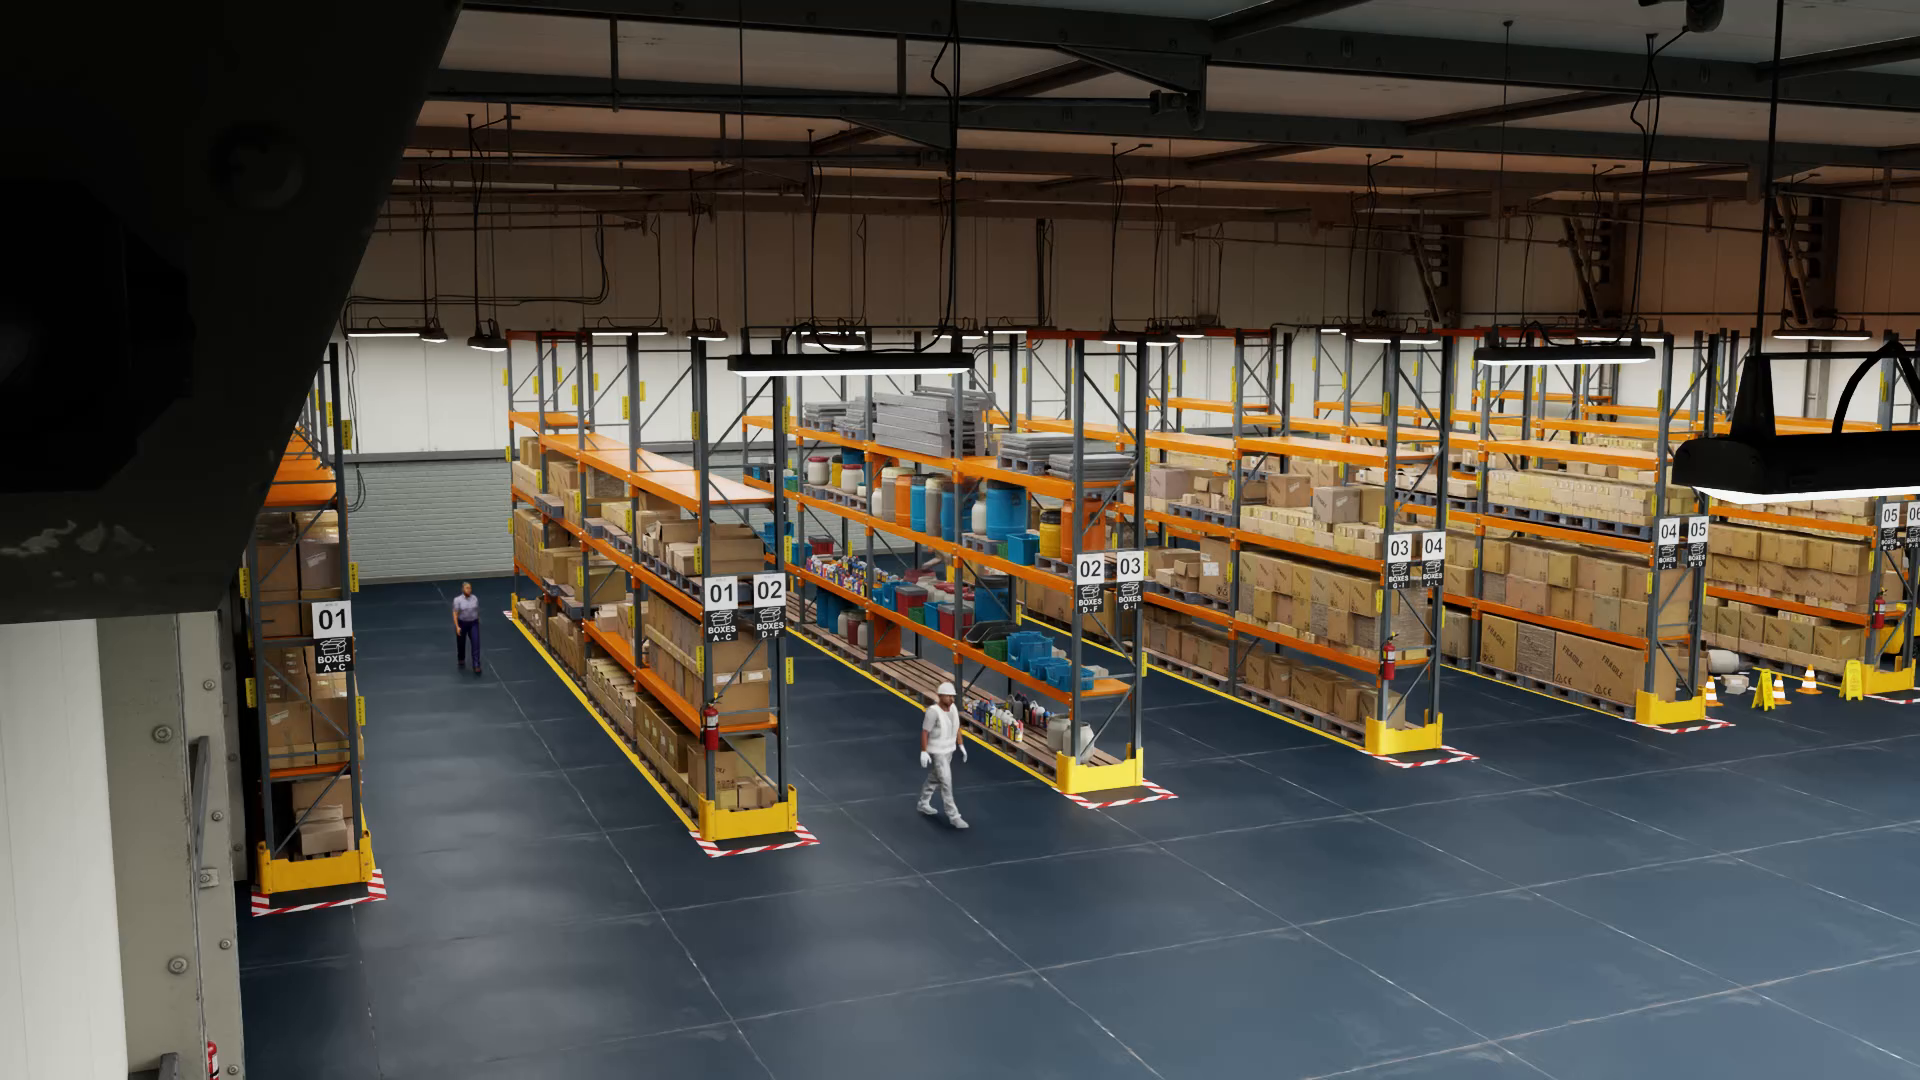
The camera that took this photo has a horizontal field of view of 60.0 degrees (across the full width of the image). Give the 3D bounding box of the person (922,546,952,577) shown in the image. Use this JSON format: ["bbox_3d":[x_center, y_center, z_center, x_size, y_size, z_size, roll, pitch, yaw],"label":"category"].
[{"bbox_3d":[-0.508,0.075,40.062,0.991,1.617,0.518,2,8,15],"label":"person"}]

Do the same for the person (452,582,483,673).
[{"bbox_3d":[-8.753,1.536,29.500,0.487,1.568,1.053,-4,9,-25],"label":"person"}]

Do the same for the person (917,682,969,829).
[{"bbox_3d":[-0.176,2.632,20.735,0.944,1.736,0.576,5,9,32],"label":"person"}]

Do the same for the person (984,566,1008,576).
[{"bbox_3d":[0.810,0.892,33.573,0.589,1.704,1.039,-3,8,-19],"label":"person"}]
